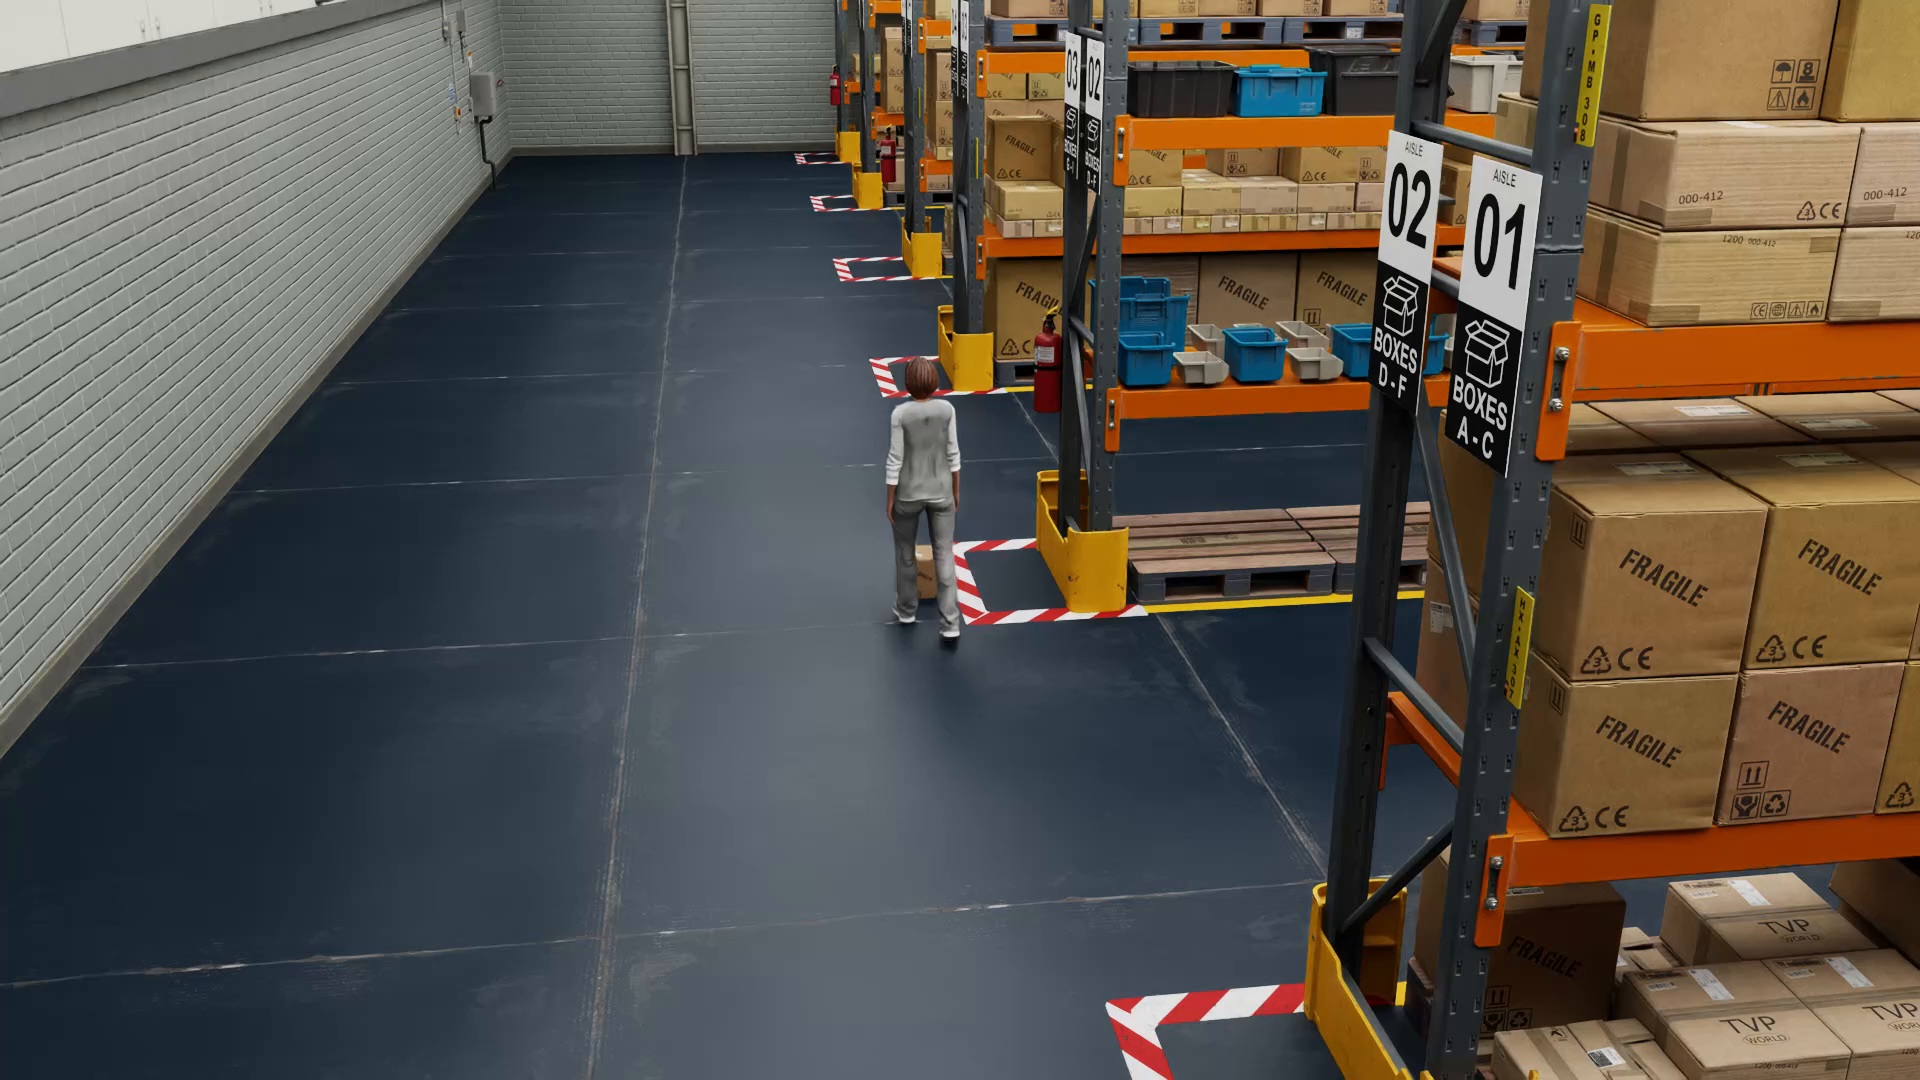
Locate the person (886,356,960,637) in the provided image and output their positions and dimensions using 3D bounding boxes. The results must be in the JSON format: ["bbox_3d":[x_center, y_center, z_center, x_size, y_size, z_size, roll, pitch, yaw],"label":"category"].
[{"bbox_3d":[-0.211,-0.249,9.232,0.421,1.586,0.659,-5,21,-13],"label":"person"}]
